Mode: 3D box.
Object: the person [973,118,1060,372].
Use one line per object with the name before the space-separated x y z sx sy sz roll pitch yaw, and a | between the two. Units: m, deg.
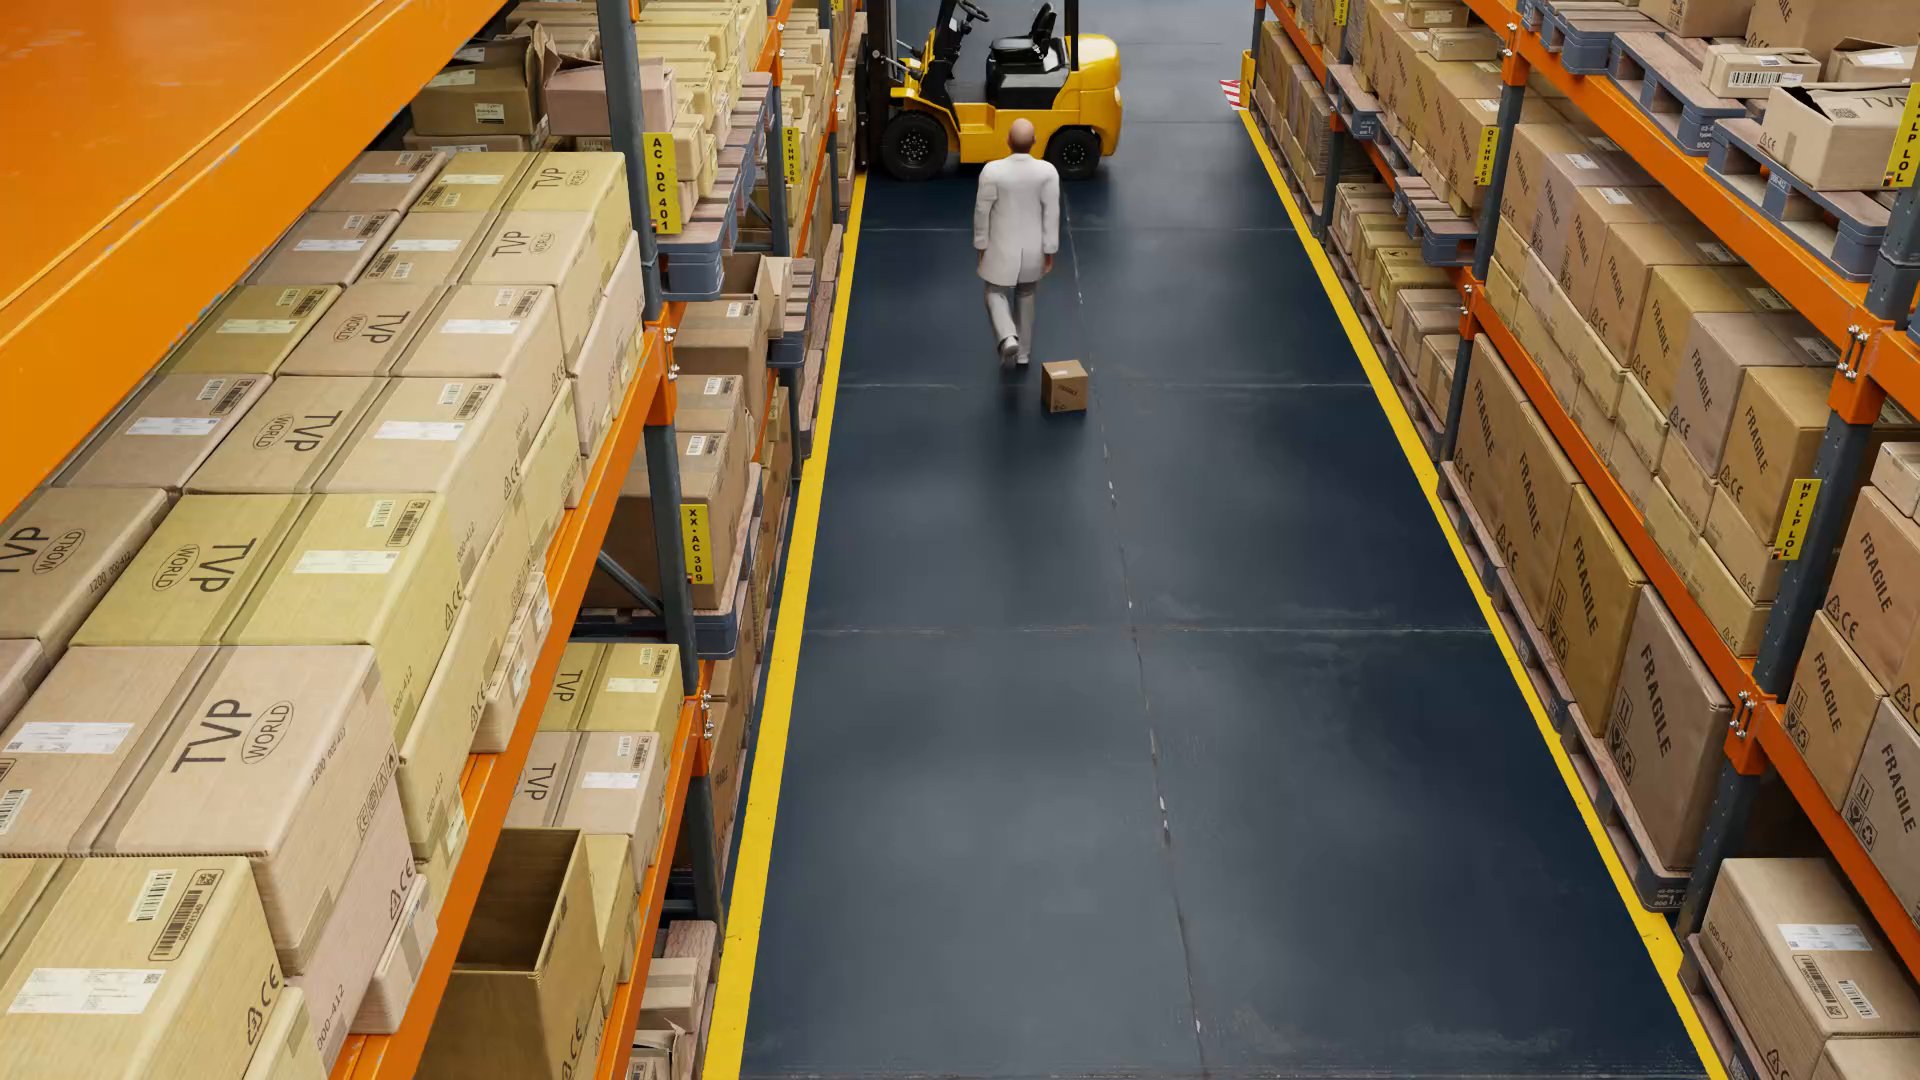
person | 0.377 -1.963 11.181 0.570 1.755 0.794 -3 31 -6
